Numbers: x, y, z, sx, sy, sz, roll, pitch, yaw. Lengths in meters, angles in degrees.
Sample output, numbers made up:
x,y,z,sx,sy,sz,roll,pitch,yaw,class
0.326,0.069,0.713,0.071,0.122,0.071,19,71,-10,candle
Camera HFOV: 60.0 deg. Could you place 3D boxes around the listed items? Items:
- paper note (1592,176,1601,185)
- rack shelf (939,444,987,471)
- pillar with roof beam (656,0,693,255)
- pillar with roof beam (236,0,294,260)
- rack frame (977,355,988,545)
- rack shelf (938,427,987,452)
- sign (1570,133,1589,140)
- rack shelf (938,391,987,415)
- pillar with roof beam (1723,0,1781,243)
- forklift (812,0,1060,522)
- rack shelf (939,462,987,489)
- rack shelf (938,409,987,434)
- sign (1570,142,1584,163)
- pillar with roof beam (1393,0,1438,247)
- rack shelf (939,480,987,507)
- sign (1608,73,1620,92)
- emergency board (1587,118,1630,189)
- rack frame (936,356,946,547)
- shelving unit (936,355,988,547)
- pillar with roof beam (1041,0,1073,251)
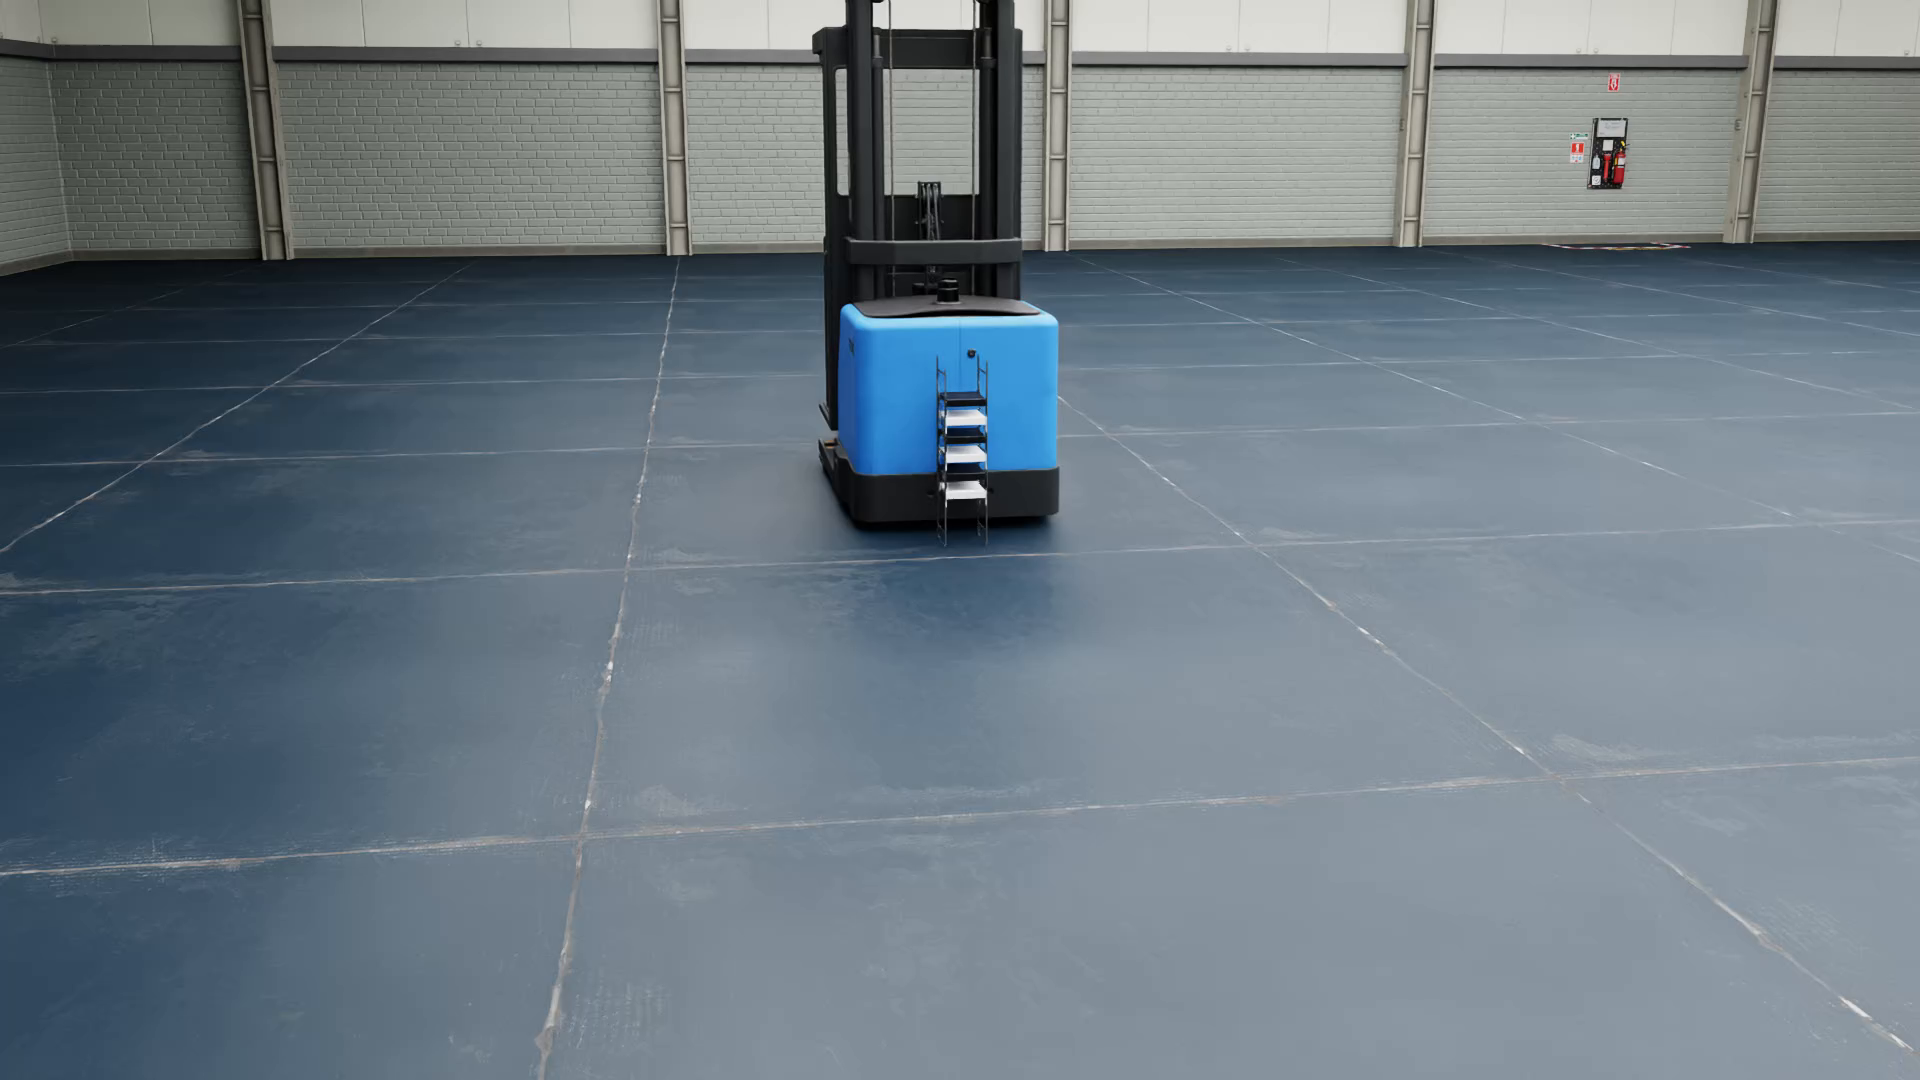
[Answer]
x,y,z,sx,sy,sz,roll,pitch,yaw,class
10.770,-6.086,28.135,0.142,0.148,0.016,-2,14,-8,paper note
0.009,-0.404,8.118,0.200,0.077,0.258,-3,14,-10,rack shelf
-3.753,-7.806,20.848,0.400,9.000,9.100,-2,14,-8,pillar with roof beam
-9.686,-7.588,19.981,0.400,9.000,9.100,-2,14,-8,pillar with roof beam
0.109,-0.441,8.127,0.006,0.900,0.240,-3,14,-10,rack frame
0.009,-0.491,8.096,0.200,0.077,0.258,-3,14,-10,rack shelf
10.399,-6.781,27.930,0.331,0.109,0.001,-2,14,-8,sign
0.009,-0.666,8.053,0.200,0.077,0.258,-3,14,-10,rack shelf
14.046,-8.458,23.449,0.400,9.000,9.100,-2,14,-8,pillar with roof beam
-0.243,-1.820,9.454,1.130,2.935,3.031,-2,14,-9,forklift
0.009,-0.316,8.140,0.200,0.077,0.258,-3,14,-10,rack shelf
0.009,-0.578,8.074,0.200,0.077,0.258,-3,14,-10,rack shelf
10.394,-6.526,28.002,0.234,0.329,0.001,-2,14,-8,sign
8.113,-8.241,22.582,0.400,9.000,9.100,-2,14,-8,pillar with roof beam
0.009,-0.229,8.161,0.200,0.077,0.258,-3,14,-10,rack shelf
10.933,-7.652,27.800,0.199,0.298,0.001,-2,14,-8,sign
10.956,-6.503,27.988,0.643,1.169,0.194,-2,14,-8,emergency board
-0.091,-0.432,8.092,0.006,0.900,0.240,-3,14,-10,rack frame
0.009,-0.436,8.110,0.210,0.900,0.258,-3,14,-10,shelving unit
2.180,-8.023,21.715,0.400,9.000,9.100,-2,14,-8,pillar with roof beam
